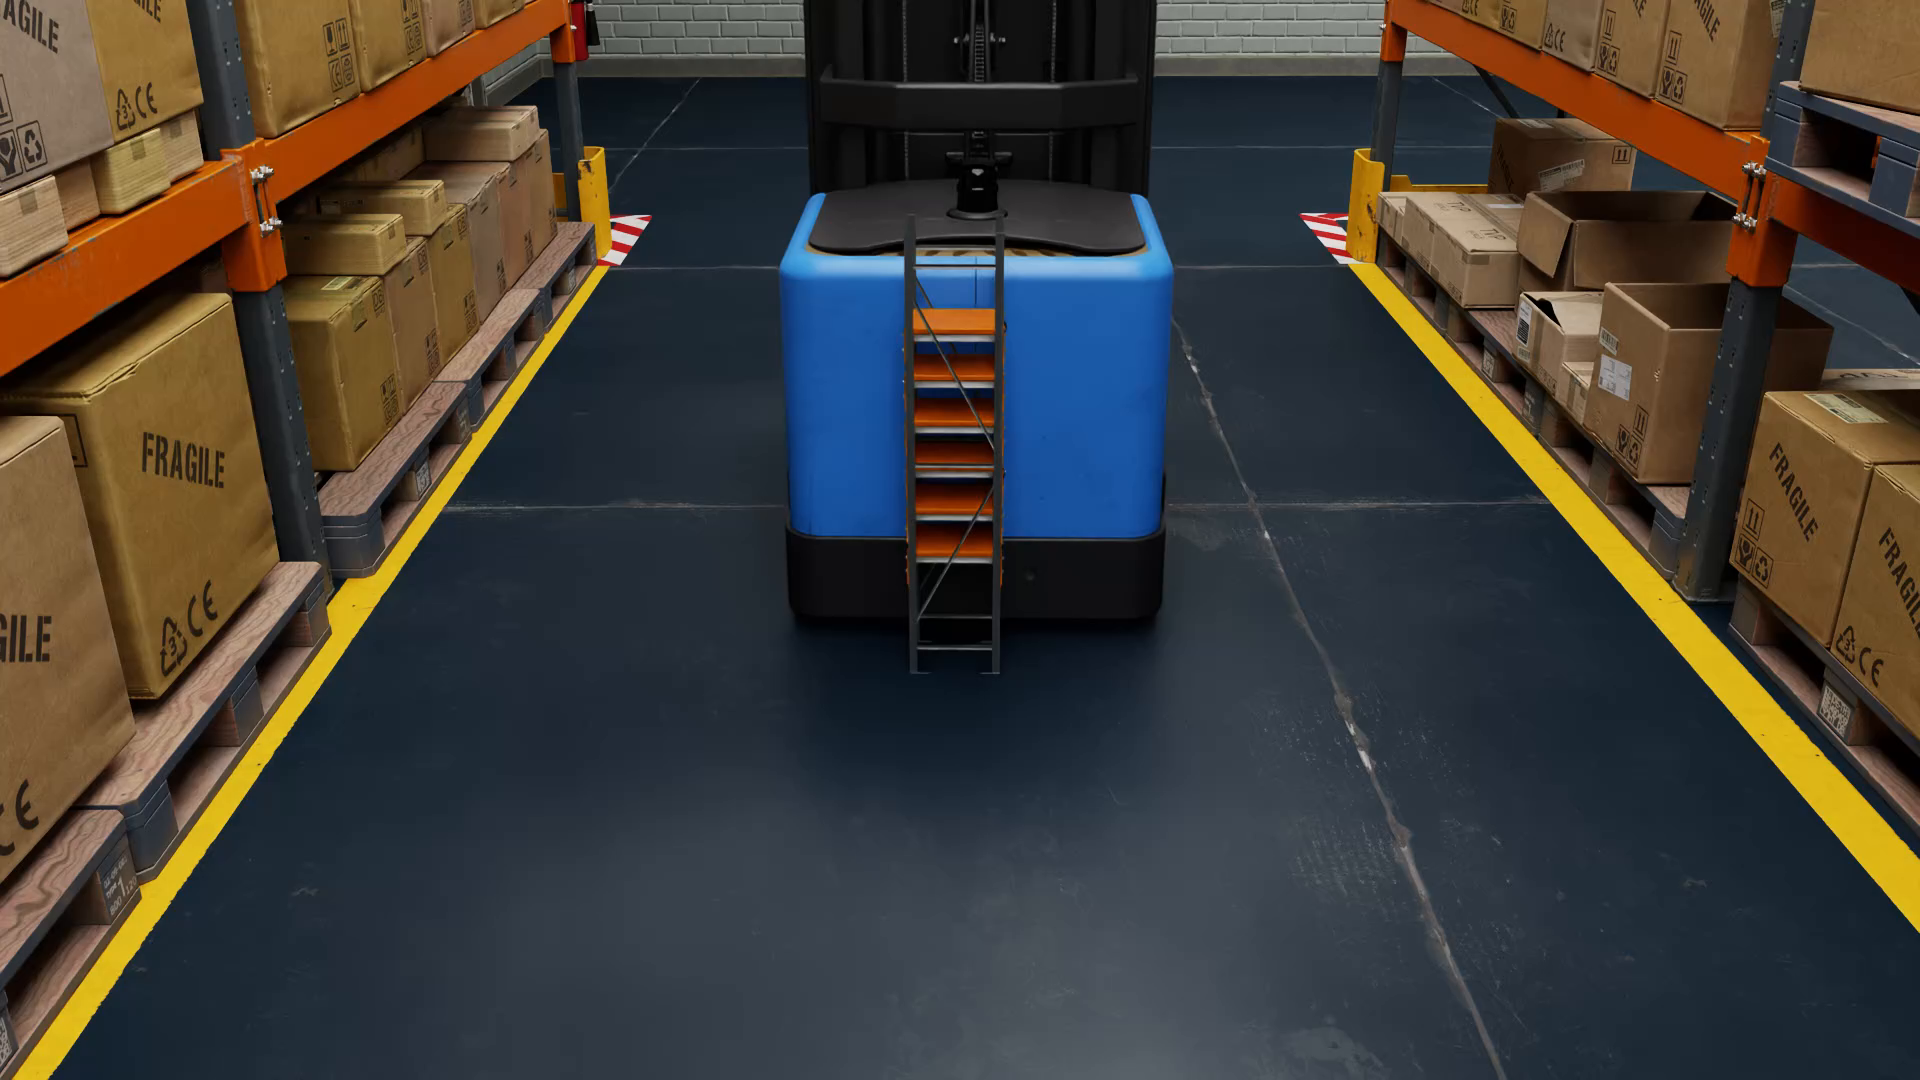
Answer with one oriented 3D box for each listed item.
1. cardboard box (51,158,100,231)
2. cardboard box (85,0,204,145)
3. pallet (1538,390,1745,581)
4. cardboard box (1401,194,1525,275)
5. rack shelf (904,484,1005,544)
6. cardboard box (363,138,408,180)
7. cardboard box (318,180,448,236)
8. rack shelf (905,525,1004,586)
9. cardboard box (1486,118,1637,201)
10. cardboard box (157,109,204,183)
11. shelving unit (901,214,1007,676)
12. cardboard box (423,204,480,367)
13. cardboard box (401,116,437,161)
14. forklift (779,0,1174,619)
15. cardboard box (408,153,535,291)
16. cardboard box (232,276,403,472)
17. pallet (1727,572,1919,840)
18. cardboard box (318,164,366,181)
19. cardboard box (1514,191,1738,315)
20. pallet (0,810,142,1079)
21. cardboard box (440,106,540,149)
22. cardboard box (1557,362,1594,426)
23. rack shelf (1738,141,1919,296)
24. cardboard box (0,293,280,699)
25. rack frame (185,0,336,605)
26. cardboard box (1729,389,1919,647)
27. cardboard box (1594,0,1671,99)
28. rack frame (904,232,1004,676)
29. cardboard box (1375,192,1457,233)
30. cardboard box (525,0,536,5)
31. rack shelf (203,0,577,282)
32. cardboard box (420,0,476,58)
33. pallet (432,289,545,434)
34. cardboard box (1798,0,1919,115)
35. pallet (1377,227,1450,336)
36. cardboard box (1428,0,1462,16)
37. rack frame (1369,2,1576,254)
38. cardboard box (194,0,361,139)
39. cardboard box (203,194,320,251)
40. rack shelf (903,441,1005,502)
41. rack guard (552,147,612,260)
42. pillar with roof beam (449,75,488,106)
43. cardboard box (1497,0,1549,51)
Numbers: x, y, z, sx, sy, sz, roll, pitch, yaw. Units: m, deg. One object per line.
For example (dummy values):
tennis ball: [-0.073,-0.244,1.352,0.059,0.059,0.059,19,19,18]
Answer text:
cardboard box: [-2.070,-0.728,3.500,0.380,0.149,0.250,0,24,1]
cardboard box: [-2.083,-1.183,3.719,0.500,0.500,0.500,-1,24,-1]
pallet: [2.606,-0.218,5.476,1.003,0.211,1.213,0,24,-1]
cardboard box: [2.297,-1.370,7.442,0.500,0.250,0.500,0,24,-1]
rack shelf: [-0.013,-0.073,4.355,0.258,0.103,0.180,0,24,1]
cardboard box: [-2.466,-1.524,6.716,0.380,0.149,0.250,0,24,0]
cardboard box: [-2.073,-1.196,5.990,0.380,0.149,0.250,-1,24,-2]
rack shelf: [-0.013,0.036,4.405,0.258,0.103,0.180,0,24,1]
cardboard box: [2.821,-1.693,7.852,0.500,0.500,0.500,0,24,-1]
cardboard box: [-2.054,-0.939,3.966,0.380,0.149,0.250,0,24,0]
shelving unit: [-0.013,-0.223,4.287,0.258,1.200,0.189,0,24,1]
cardboard box: [-2.252,-0.961,6.260,0.700,0.500,0.500,0,24,1]
cardboard box: [-2.471,-1.732,7.176,0.380,0.149,0.250,0,24,0]
forklift: [0.065,-1.677,5.401,1.130,2.935,3.031,0,24,1]
cardboard box: [-2.271,-1.388,7.204,0.700,0.500,0.500,0,24,-1]
cardboard box: [-2.246,-0.543,5.334,0.700,0.500,0.500,0,24,0]
pallet: [2.660,0.400,4.110,1.003,0.211,1.213,0,24,-1]
cardboard box: [-2.460,-1.314,6.252,0.380,0.149,0.250,-1,24,-2]
cardboard box: [2.587,-1.043,6.411,0.797,0.503,0.637,0,24,-1]
pallet: [-2.241,0.910,2.981,1.003,0.211,1.213,0,24,-1]
cardboard box: [-2.093,-1.838,7.411,0.380,0.149,0.250,-1,24,-1]
cardboard box: [2.259,-0.495,5.630,0.380,0.149,0.250,0,24,-1]
rack shelf: [2.635,-0.054,2.602,1.077,0.370,4.000,0,24,-1]
cardboard box: [-2.203,-0.127,3.989,0.750,0.750,0.750,0,24,0]
rack frame: [-2.341,-1.182,4.223,1.000,3.000,0.127,0,24,-1]
cardboard box: [2.374,-0.067,4.257,0.500,0.500,0.500,-1,24,-3]
cardboard box: [2.344,-1.669,5.178,0.500,0.500,0.500,0,24,1]
rack frame: [-0.014,-0.185,4.204,0.240,1.200,0.006,0,24,1]
cardboard box: [2.230,-1.581,8.032,0.380,0.149,0.250,0,24,-1]
cardboard box: [-2.369,-2.757,7.341,0.980,0.700,0.700,1,24,2]
rack shelf: [-2.362,-1.678,6.194,1.077,0.370,4.000,0,24,-1]
cardboard box: [-2.350,-2.143,5.984,0.980,0.700,0.700,-1,24,-3]
pallet: [-2.287,-0.729,6.606,1.003,0.211,1.213,0,24,-1]
cardboard box: [2.394,-1.246,3.735,0.700,0.500,0.500,-9,26,-18]
pallet: [2.580,-1.223,7.699,1.003,0.211,1.213,0,24,-1]
cardboard box: [2.321,-2.503,7.023,0.500,0.500,0.500,0,24,-1]
rack frame: [2.569,-2.854,7.920,1.000,3.000,0.127,0,24,-1]
cardboard box: [-2.330,-1.542,4.656,0.980,0.700,0.700,0,24,0]
cardboard box: [-2.454,-1.104,5.787,0.380,0.149,0.250,-1,24,-2]
rack shelf: [-0.013,-0.183,4.306,0.258,0.103,0.180,0,24,1]
rack guard: [-2.384,-1.701,8.405,1.175,0.500,0.348,0,24,-1]
pillar with roof beam: [1.026,-6.692,9.125,9.100,9.000,0.400,0,24,-1]
cardboard box: [2.328,-2.090,6.110,0.500,0.500,0.500,0,24,0]
